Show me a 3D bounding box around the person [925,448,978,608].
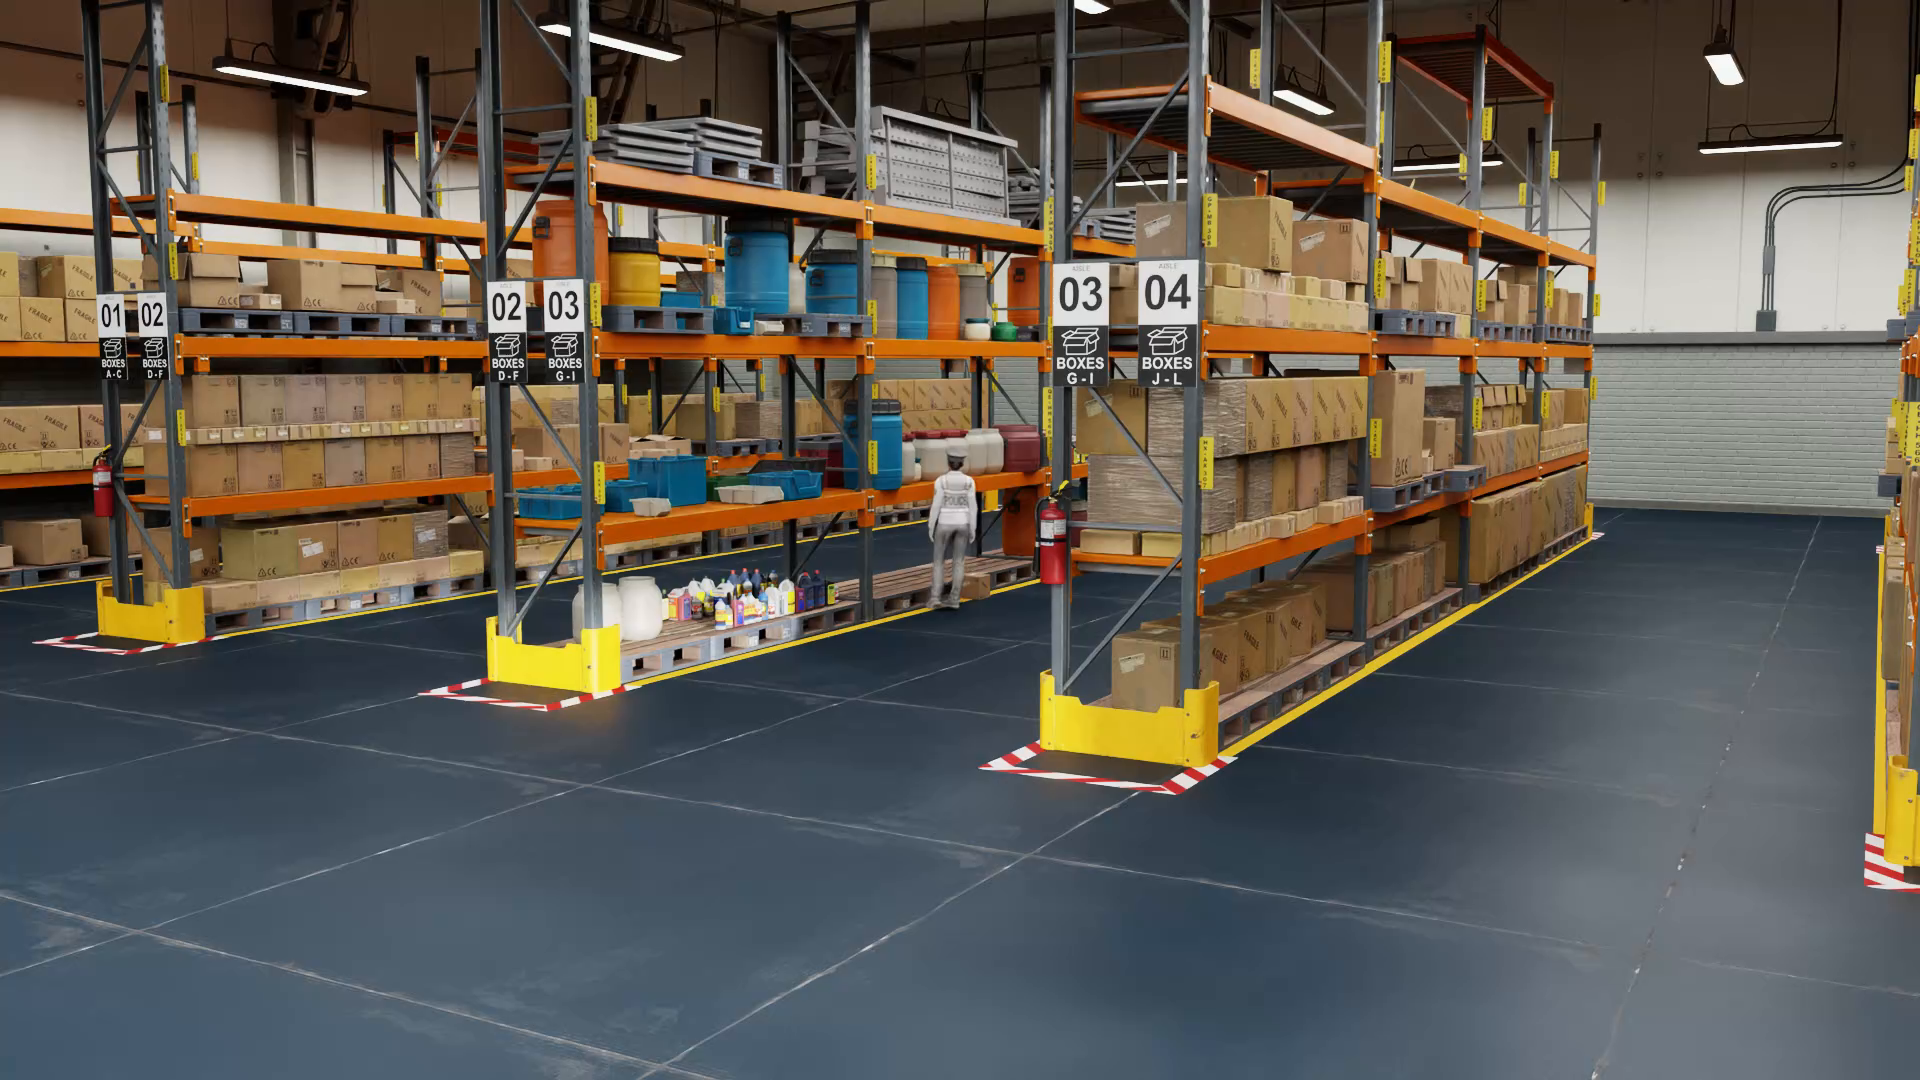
[{"bbox_3d":[-0.099,-0.102,17.431,0.531,1.732,0.435,-1,6,-12],"label":"person"}]
